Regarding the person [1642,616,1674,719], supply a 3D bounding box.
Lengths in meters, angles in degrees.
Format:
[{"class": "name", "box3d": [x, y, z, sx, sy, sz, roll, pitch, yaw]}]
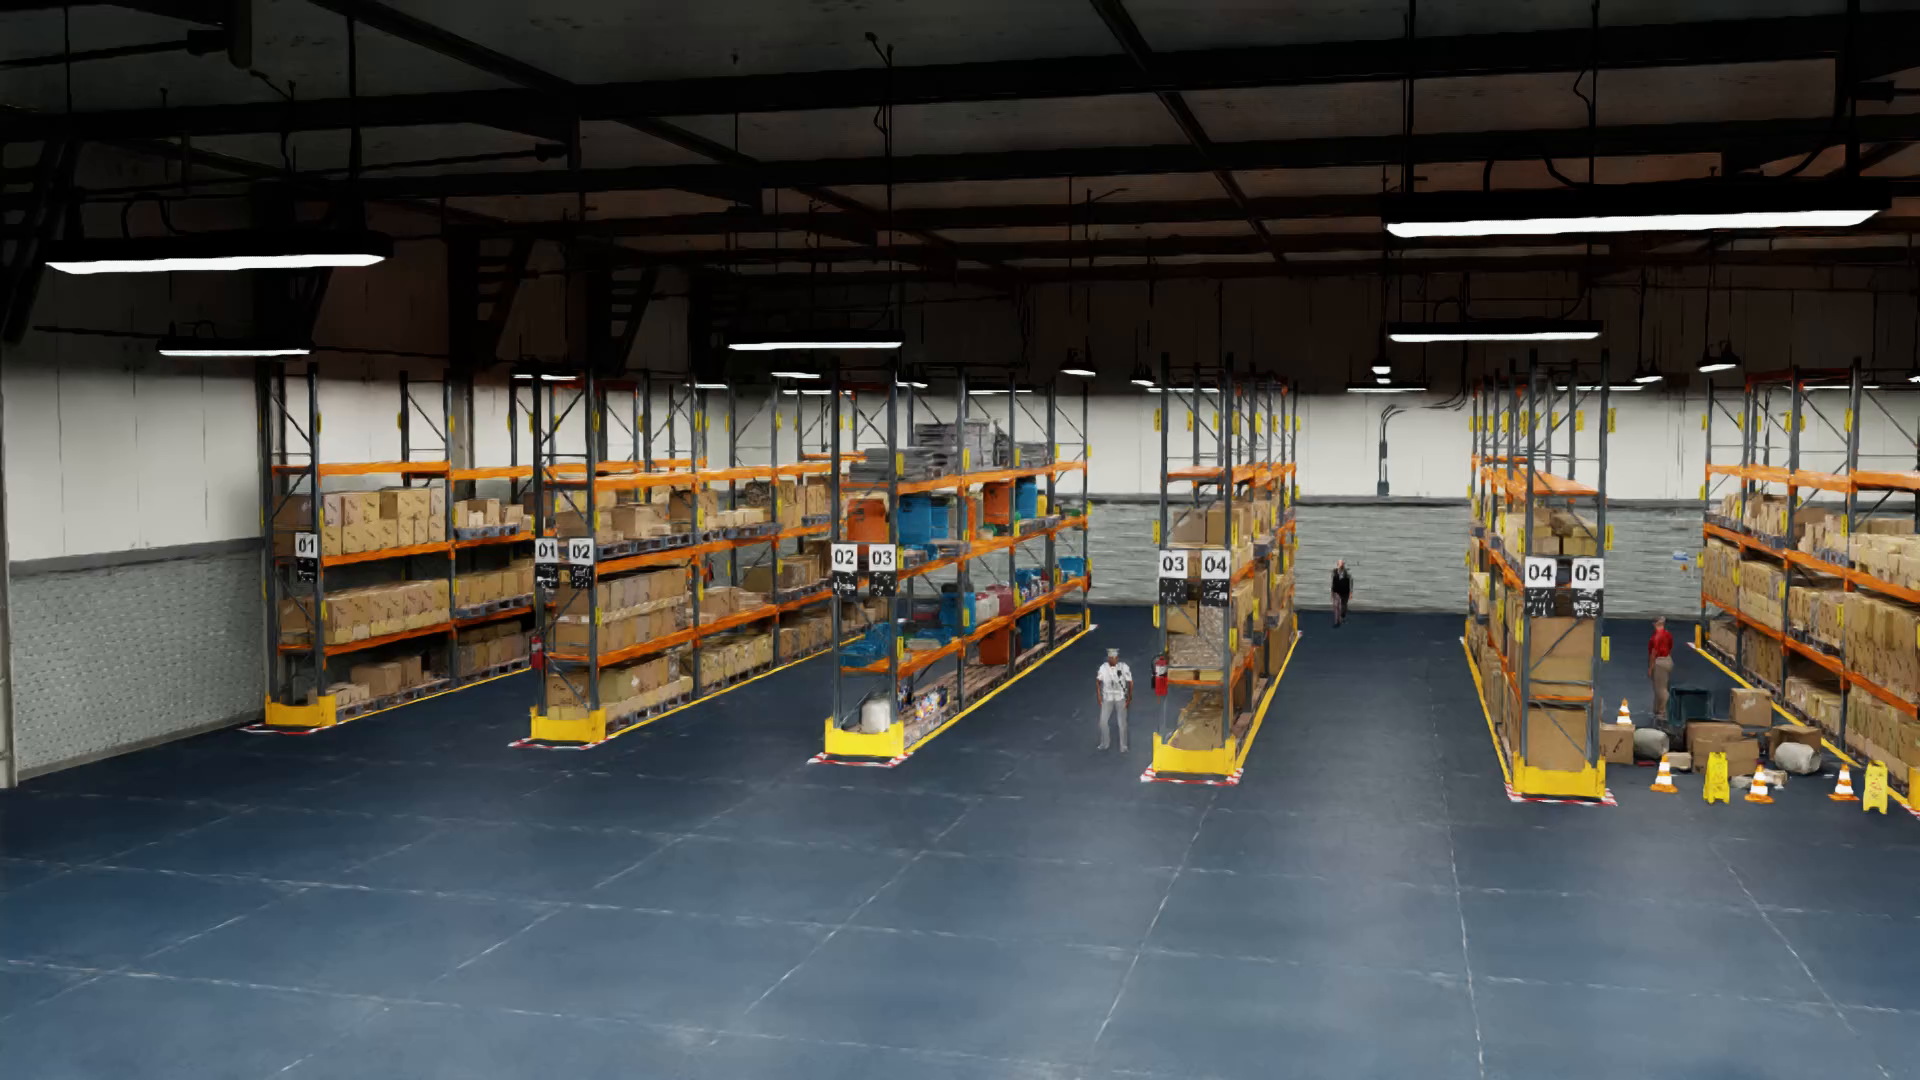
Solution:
[{"class": "person", "box3d": [11.813, 2.145, 28.167, 0.574, 1.723, 0.646, 4, 6, 45]}]

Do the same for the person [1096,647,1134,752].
[{"class": "person", "box3d": [2.352, 2.415, 25.319, 0.593, 1.629, 0.528, 1, 4, 18]}]

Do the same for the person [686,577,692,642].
[{"class": "person", "box3d": [-5.810, 1.620, 35.953, 0.542, 1.675, 1.126, 1, 4, 17]}]

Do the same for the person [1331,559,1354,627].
[{"class": "person", "box3d": [9.401, 1.290, 40.925, 0.553, 1.673, 1.030, 1, 4, 13]}]
